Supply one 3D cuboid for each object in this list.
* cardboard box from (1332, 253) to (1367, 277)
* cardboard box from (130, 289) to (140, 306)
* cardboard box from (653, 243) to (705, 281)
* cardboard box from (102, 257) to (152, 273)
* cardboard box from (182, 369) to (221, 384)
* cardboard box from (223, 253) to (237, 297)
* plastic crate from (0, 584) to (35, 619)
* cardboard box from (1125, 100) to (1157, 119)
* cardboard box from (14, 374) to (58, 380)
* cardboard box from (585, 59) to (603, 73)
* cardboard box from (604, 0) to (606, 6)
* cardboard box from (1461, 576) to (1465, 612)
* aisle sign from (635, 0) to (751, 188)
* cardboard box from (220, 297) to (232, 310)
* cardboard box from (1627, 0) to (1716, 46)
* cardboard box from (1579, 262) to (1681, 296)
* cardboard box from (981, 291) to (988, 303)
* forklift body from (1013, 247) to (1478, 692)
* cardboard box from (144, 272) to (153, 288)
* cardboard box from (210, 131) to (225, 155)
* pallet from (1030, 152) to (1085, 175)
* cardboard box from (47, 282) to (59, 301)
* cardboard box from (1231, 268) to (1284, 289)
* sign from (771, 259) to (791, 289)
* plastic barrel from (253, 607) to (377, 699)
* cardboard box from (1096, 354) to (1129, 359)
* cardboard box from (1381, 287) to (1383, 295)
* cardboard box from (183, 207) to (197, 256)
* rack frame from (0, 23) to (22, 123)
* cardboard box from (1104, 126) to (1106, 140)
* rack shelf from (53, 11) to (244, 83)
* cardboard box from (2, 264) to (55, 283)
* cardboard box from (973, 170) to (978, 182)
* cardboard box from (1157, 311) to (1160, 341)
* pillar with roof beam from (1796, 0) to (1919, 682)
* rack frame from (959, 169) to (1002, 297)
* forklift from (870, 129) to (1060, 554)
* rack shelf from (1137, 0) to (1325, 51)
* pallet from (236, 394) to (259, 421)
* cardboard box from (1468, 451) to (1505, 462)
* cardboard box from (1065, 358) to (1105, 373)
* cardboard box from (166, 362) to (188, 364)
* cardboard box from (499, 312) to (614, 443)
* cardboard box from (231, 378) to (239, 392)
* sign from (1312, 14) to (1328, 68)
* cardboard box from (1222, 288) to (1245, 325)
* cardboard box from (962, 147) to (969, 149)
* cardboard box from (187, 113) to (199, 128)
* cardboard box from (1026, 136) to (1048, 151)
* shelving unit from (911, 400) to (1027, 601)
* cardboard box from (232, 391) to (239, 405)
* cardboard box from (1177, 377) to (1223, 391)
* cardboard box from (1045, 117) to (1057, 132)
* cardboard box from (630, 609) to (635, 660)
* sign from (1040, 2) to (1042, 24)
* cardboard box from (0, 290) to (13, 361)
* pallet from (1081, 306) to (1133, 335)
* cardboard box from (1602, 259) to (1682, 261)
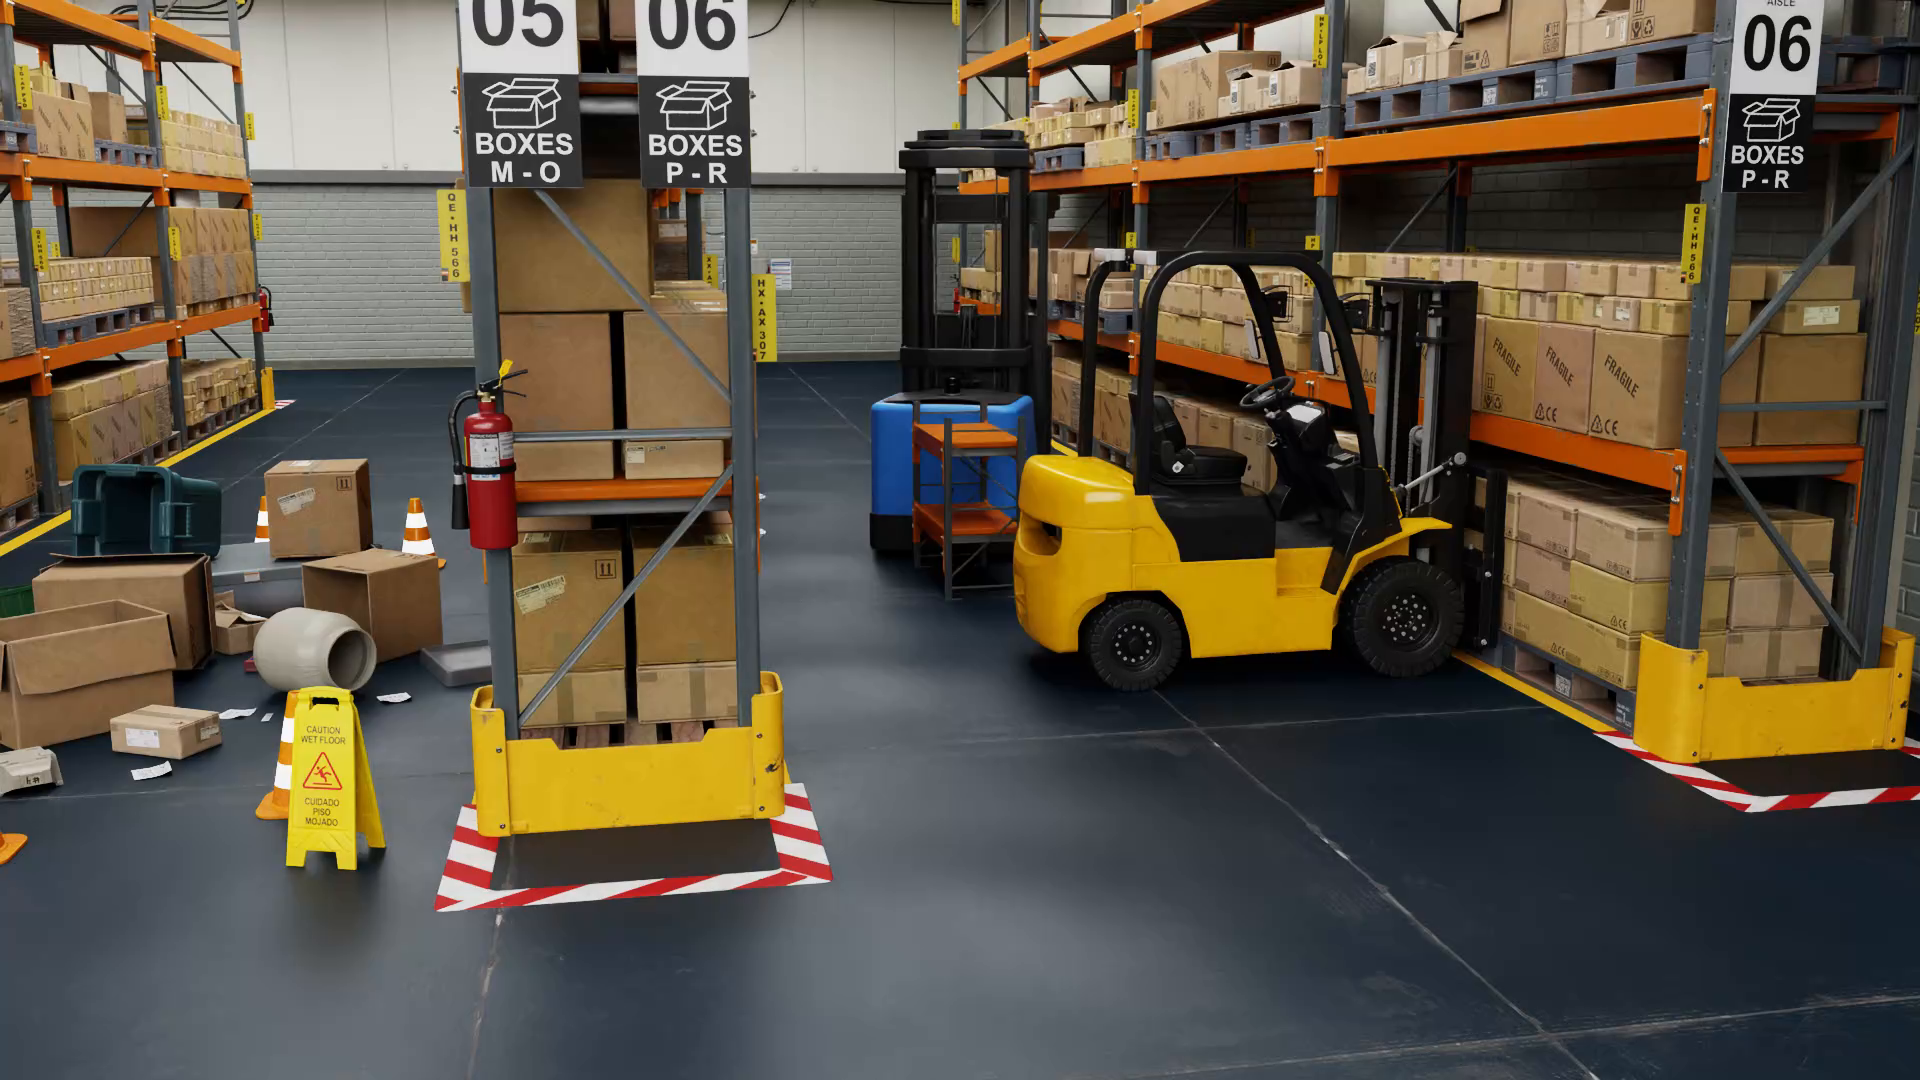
[{"bbox_3d":[2.590,-1.746,10.550,0.380,0.149,0.250,-2,11,-10],"label":"cardboard box"},{"bbox_3d":[-8.072,-2.313,15.874,0.380,0.149,0.250,-2,11,-11],"label":"cardboard box"},{"bbox_3d":[-1.859,-1.618,10.490,0.500,0.500,0.500,-2,11,-10],"label":"cardboard box"},{"bbox_3d":[-8.172,-2.698,16.305,0.380,0.149,0.250,-2,11,-8],"label":"cardboard box"},{"bbox_3d":[-8.584,-1.845,18.780,0.380,0.149,0.250,-2,11,-11],"label":"cardboard box"},{"bbox_3d":[-8.676,-3.057,19.175,0.500,0.500,0.500,-2,11,-11],"label":"cardboard box"},{"bbox_3d":[-5.567,0.416,9.357,0.450,0.188,0.662,-7,8,20],"label":"plastic crate"},{"bbox_3d":[1.684,-3.829,14.810,0.380,0.149,0.250,-2,11,-9],"label":"cardboard box"},{"bbox_3d":[-8.246,-1.304,14.582,0.500,0.250,0.500,-2,11,-10],"label":"cardboard box"},{"bbox_3d":[-1.698,-1.935,6.992,0.380,0.149,0.250,-2,11,-11],"label":"cardboard box"},{"bbox_3d":[-1.772,-2.417,7.390,0.380,0.149,0.250,-2,11,-13],"label":"cardboard box"},{"bbox_3d":[2.896,0.224,9.229,0.500,0.250,0.500,-2,11,-9],"label":"cardboard box"},{"bbox_3d":[-0.955,-1.664,5.962,0.394,0.787,0.004,-2,11,-11],"label":"aisle sign"},{"bbox_3d":[-8.709,-2.762,19.357,0.380,0.149,0.250,-3,11,-14],"label":"cardboard box"},{"bbox_3d":[3.271,-2.418,7.199,0.500,0.500,0.500,-2,11,-9],"label":"cardboard box"},{"bbox_3d":[3.164,-1.231,7.843,0.380,0.149,0.250,-2,11,-10],"label":"cardboard box"},{"bbox_3d":[0.481,-3.071,20.978,0.380,0.149,0.250,-2,11,-13],"label":"cardboard box"},{"bbox_3d":[1.438,-0.432,8.715,2.313,2.155,1.214,-2,11,-11],"label":"forklift body"},{"bbox_3d":[-8.170,-2.552,16.336,0.380,0.149,0.250,-2,11,-9],"label":"cardboard box"},{"bbox_3d":[-8.682,-4.505,18.885,0.500,0.250,0.500,-2,11,-10],"label":"cardboard box"},{"bbox_3d":[1.321,-4.028,17.816,1.213,0.211,1.003,-2,11,-11],"label":"pallet"},{"bbox_3d":[-7.615,-2.030,13.593,0.380,0.149,0.250,-2,11,-8],"label":"cardboard box"},{"bbox_3d":[2.257,-1.957,12.454,0.380,0.149,0.250,-2,11,-11],"label":"cardboard box"},{"bbox_3d":[-2.970,-4.413,27.616,0.329,0.494,0.001,-2,11,-11],"label":"sign"},{"bbox_3d":[-3.158,0.555,8.147,0.512,0.421,0.421,6,12,28],"label":"plastic barrel"},{"bbox_3d":[1.673,-1.961,18.302,0.380,0.149,0.250,-2,11,-11],"label":"cardboard box"},{"bbox_3d":[2.753,-1.507,10.089,0.380,0.149,0.250,-2,11,-11],"label":"cardboard box"},{"bbox_3d":[-8.406,-3.262,17.573,0.500,0.500,0.500,-2,11,-13],"label":"cardboard box"},{"bbox_3d":[-7.663,-4.602,12.310,1.000,3.000,0.127,-2,11,-11],"label":"rack frame"},{"bbox_3d":[1.587,-3.876,15.851,0.380,0.149,0.250,-2,11,-11],"label":"cardboard box"},{"bbox_3d":[-8.830,-5.348,18.159,1.077,0.370,4.000,-2,11,-11],"label":"rack shelf"},{"bbox_3d":[-7.618,-2.171,13.541,0.380,0.149,0.250,-2,11,-13],"label":"cardboard box"},{"bbox_3d":[0.376,-4.641,21.209,0.380,0.149,0.250,-2,11,-10],"label":"cardboard box"},{"bbox_3d":[1.887,-1.871,14.406,0.500,0.250,0.500,-2,11,-11],"label":"cardboard box"},{"bbox_3d":[0.122,-3.519,6.617,9.100,9.000,0.400,-2,11,-11],"label":"pillar with roof beam"},{"bbox_3d":[0.485,-3.502,22.575,1.000,3.000,0.127,-2,11,-11],"label":"rack frame"},{"bbox_3d":[0.156,-1.570,12.607,1.130,2.935,3.031,2,11,11],"label":"forklift"},{"bbox_3d":[2.430,-4.065,12.483,1.077,0.370,4.000,-2,11,-11],"label":"rack shelf"},{"bbox_3d":[-9.081,-1.589,19.978,1.003,0.211,1.213,-2,11,-11],"label":"pallet"},{"bbox_3d":[2.803,-0.363,9.638,0.500,0.250,0.500,-2,11,-9],"label":"cardboard box"},{"bbox_3d":[1.329,-1.846,17.699,0.380,0.149,0.250,-2,11,-12],"label":"cardboard box"},{"bbox_3d":[-9.356,-2.015,19.672,0.380,0.149,0.250,-2,11,-11],"label":"cardboard box"},{"bbox_3d":[-1.647,-0.671,6.639,0.500,0.500,0.500,-2,11,-12],"label":"cardboard box"},{"bbox_3d":[-8.621,-1.798,19.328,0.380,0.149,0.250,-2,11,-10],"label":"cardboard box"},{"bbox_3d":[2.288,-3.162,10.541,0.100,0.325,0.005,-2,11,-11],"label":"sign"},{"bbox_3d":[2.271,-1.742,12.391,0.500,0.250,0.500,-2,11,-10],"label":"cardboard box"},{"bbox_3d":[0.325,-5.203,21.759,0.500,0.250,0.500,-2,11,-12],"label":"cardboard box"},{"bbox_3d":[-8.469,-4.535,17.977,0.380,0.149,0.250,-2,11,-8],"label":"cardboard box"},{"bbox_3d":[0.931,-4.305,18.051,0.380,0.149,0.250,-2,11,-10],"label":"cardboard box"},{"bbox_3d":[0.042,-0.281,10.663,0.538,1.125,1.048,-2,11,-12],"label":"shelving unit"},{"bbox_3d":[-8.624,-1.655,19.371,0.380,0.149,0.250,-3,11,-14],"label":"cardboard box"},{"bbox_3d":[2.245,-1.439,15.562,0.380,0.149,0.250,-2,11,-8],"label":"cardboard box"},{"bbox_3d":[1.096,-4.309,17.277,0.380,0.149,0.250,-2,11,-12],"label":"cardboard box"},{"bbox_3d":[-1.368,0.406,8.270,0.500,0.250,0.500,-1,11,-7],"label":"cardboard box"},{"bbox_3d":[1.033,-7.003,21.998,0.100,0.325,0.005,-2,11,-11],"label":"sign"},{"bbox_3d":[-7.217,-1.540,11.998,0.500,0.500,0.500,-2,11,-11],"label":"cardboard box"},{"bbox_3d":[1.840,-2.063,15.524,1.213,0.211,1.003,-2,11,-11],"label":"pallet"},{"bbox_3d":[3.594,-1.393,8.697,0.380,0.149,0.250,-2,11,-12],"label":"cardboard box"}]
